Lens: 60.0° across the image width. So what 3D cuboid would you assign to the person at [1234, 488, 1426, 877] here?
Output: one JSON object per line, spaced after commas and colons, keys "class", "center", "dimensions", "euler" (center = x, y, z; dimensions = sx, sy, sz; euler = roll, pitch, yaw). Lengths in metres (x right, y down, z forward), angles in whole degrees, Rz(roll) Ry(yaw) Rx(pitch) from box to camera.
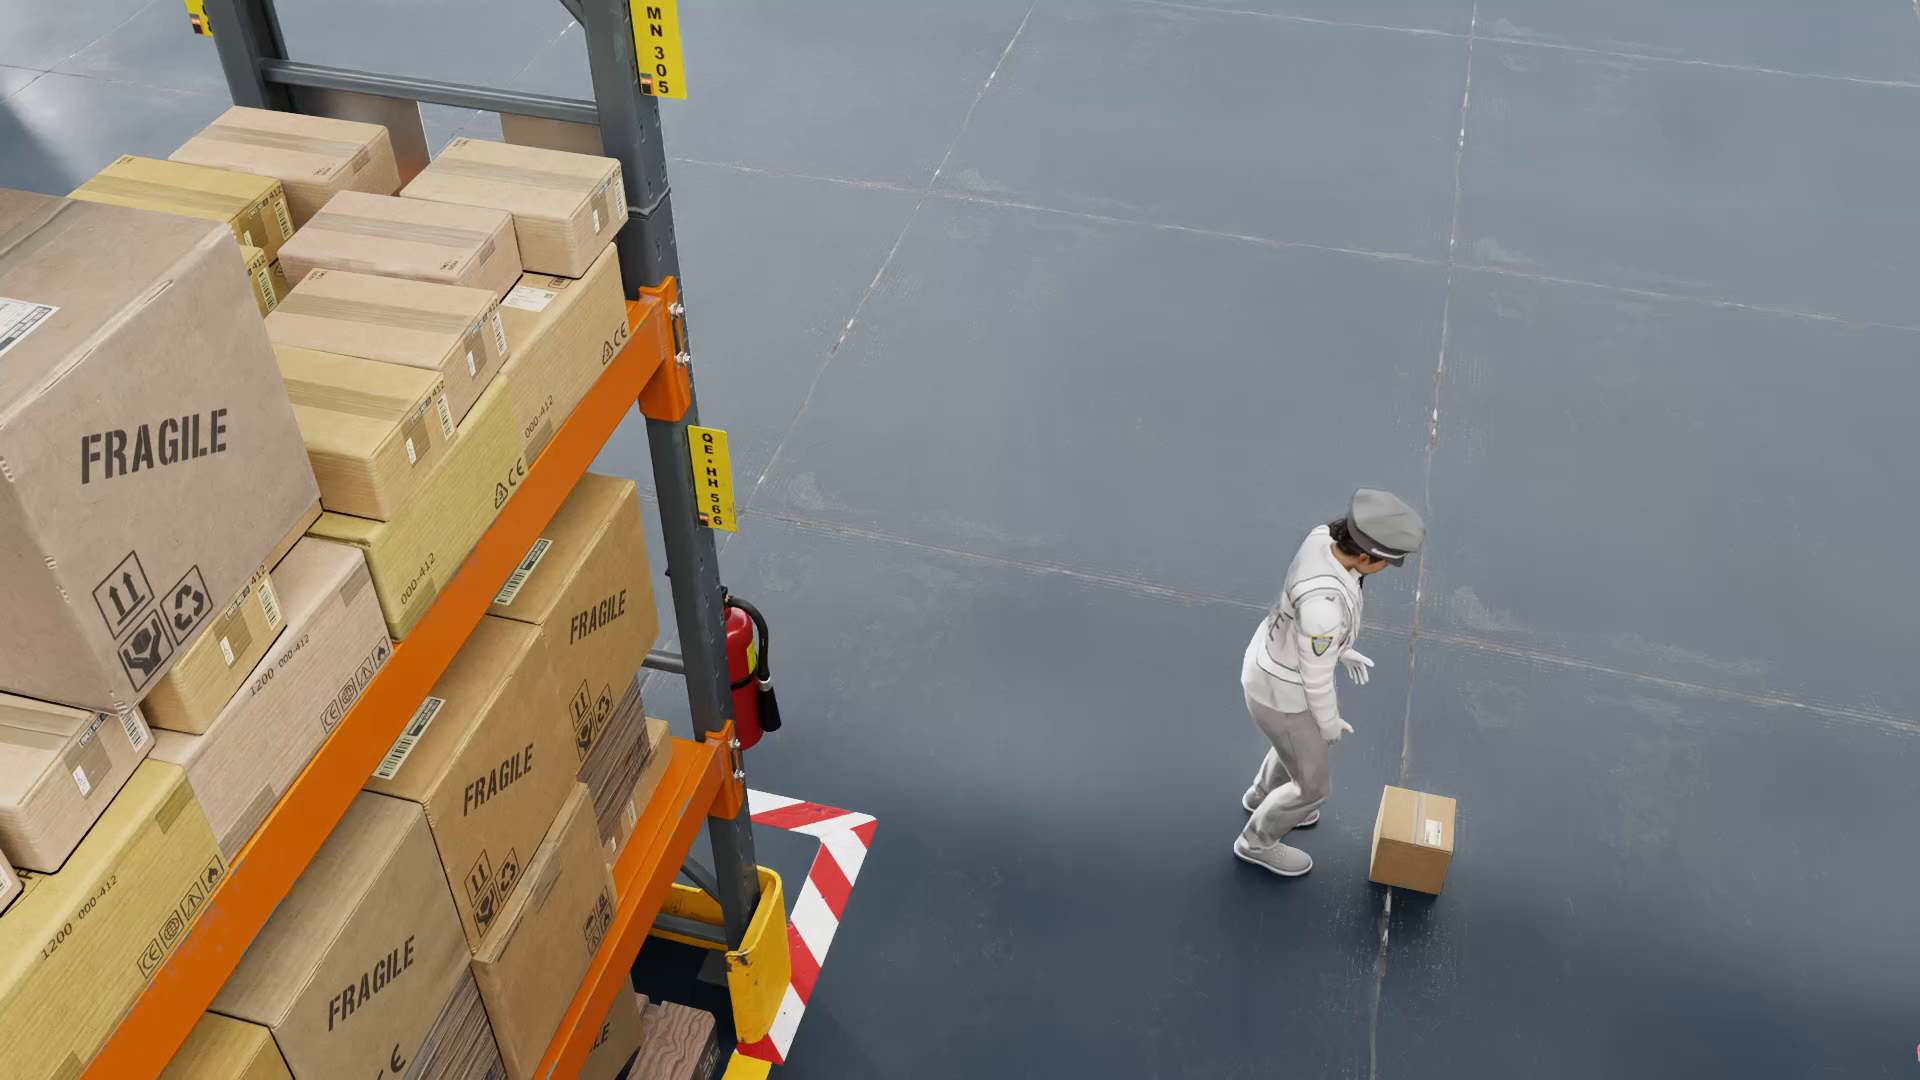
{"class": "person", "center": [1.204, 0.483, 5.663], "dimensions": [0.485, 1.604, 0.508], "euler": [11, 42, 12]}
